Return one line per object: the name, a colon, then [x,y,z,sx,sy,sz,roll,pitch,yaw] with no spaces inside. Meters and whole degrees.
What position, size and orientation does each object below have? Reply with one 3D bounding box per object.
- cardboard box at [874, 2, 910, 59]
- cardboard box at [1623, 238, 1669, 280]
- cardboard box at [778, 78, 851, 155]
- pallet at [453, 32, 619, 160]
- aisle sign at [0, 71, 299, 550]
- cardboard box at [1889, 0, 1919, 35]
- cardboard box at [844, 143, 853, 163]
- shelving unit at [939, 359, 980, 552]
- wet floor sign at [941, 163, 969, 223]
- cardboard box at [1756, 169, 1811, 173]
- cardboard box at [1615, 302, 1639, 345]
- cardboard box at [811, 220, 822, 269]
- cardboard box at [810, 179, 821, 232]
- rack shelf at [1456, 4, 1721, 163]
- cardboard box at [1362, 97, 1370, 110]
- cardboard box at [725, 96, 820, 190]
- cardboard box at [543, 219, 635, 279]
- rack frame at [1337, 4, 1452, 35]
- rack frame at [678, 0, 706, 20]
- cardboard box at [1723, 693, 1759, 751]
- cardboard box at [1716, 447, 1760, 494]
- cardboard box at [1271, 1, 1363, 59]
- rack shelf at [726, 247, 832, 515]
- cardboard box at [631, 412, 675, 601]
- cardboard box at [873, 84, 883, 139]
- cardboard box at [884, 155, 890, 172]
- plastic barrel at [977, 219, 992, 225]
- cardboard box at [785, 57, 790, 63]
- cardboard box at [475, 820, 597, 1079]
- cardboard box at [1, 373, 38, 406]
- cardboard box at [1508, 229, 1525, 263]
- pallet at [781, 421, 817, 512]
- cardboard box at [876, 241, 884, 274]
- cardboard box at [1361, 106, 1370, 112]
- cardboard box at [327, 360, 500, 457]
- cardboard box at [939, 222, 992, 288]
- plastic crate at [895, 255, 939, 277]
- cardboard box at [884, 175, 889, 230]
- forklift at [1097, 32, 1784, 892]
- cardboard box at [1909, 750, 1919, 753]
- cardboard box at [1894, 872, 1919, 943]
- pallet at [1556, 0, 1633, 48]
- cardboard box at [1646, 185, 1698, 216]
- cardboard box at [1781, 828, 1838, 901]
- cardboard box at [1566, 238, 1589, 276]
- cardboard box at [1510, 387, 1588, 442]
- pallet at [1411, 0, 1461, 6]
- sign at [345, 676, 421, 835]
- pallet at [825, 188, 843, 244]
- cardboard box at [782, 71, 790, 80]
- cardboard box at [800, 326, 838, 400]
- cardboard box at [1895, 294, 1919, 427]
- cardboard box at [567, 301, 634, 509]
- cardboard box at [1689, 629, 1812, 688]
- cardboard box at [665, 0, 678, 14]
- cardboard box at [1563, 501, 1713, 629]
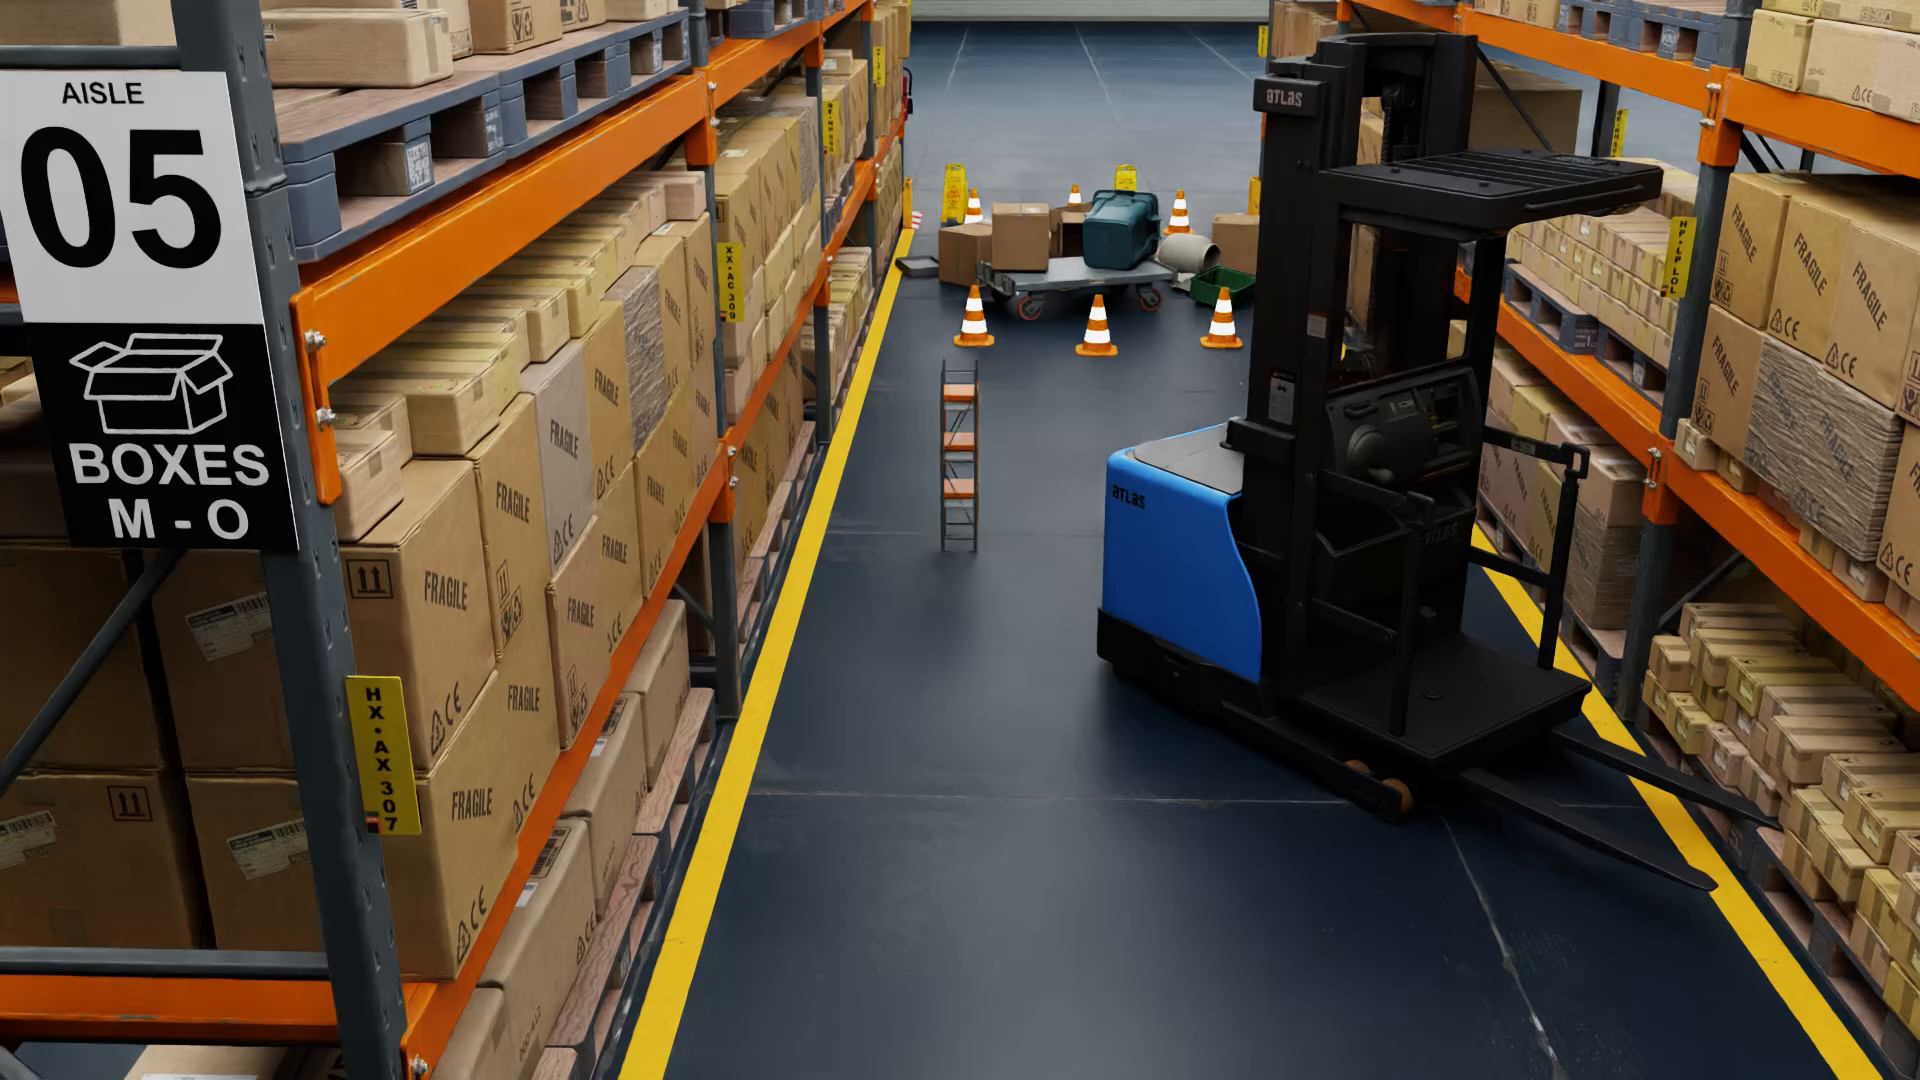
cardboard box: [-0.858,-5.051,16.468,0.700,0.500,0.500,0,21,1]
cardboard box: [3.295,-1.292,7.656,0.380,0.149,0.250,0,21,0]
cardboard box: [-1.082,-3.165,12.409,0.500,0.500,0.500,0,21,0]
pallet: [-1.565,-1.238,4.548,1.003,0.211,1.213,1,21,2]
aisle sign: [-1.324,-0.353,2.697,0.394,0.787,0.004,1,21,2]
cardboard box: [3.158,-1.627,4.944,0.500,0.250,0.500,1,21,3]
cardboard box: [-1.032,-3.029,12.957,0.380,0.149,0.250,1,21,2]
shelving unit: [-0.002,-0.470,9.289,0.215,1.050,0.252,1,21,2]
wet floor sign: [-0.049,-3.914,18.725,0.267,0.644,0.232,8,23,20]
cardboard box: [8.745,-3.651,17.666,0.500,0.500,0.500,5,22,12]
cardboard box: [3.292,-1.007,7.743,0.380,0.149,0.250,1,21,1]
cardboard box: [-1.124,-1.807,10.246,0.500,0.250,0.500,0,21,0]
cardboard box: [-1.129,-2.048,10.176,0.500,0.250,0.500,1,21,1]
rack shelf: [3.522,-2.384,8.375,1.077,0.370,4.000,1,21,2]
cardboard box: [3.695,-3.824,13.717,0.700,0.500,0.500,0,21,1]
cardboard box: [-1.122,-2.385,10.009,0.500,0.500,0.500,0,21,0]
cardboard box: [-1.276,-0.950,5.412,0.380,0.149,0.250,0,21,1]
rack frame: [3.704,-3.491,14.379,1.000,3.000,0.127,1,21,2]
rack frame: [-1.490,-3.413,5.885,1.000,3.000,0.127,1,21,2]
cardboard box: [3.241,0.705,6.515,0.380,0.149,0.250,1,21,1]
cardboard box: [3.192,-0.288,6.472,0.380,0.149,0.250,1,21,3]
cardboard box: [3.776,-5.377,17.539,0.875,0.550,0.550,1,21,2]
rack shelf: [-1.429,-1.004,8.964,1.077,0.370,4.000,1,21,2]
cardboard box: [-1.259,-0.124,5.564,0.500,0.500,0.500,0,21,1]
cardboard box: [-0.954,-3.850,14.755,0.500,0.500,0.500,1,21,1]
cardboard box: [-0.876,-3.613,15.980,0.380,0.149,0.250,2,21,5]
plastic barrel: [0.326,-2.990,16.651,0.512,0.421,0.421,18,27,38]
cardboard box: [-1.614,-4.026,13.731,0.380,0.149,0.250,1,21,1]
cardboard box: [-1.672,1.258,5.101,0.875,0.438,0.875,1,21,3]
cardboard box: [-1.893,-0.303,3.747,0.380,0.149,0.250,0,21,1]
cardboard box: [3.345,-1.671,9.457,0.380,0.149,0.250,2,21,4]
pallet: [-1.467,-0.478,10.469,1.003,0.211,1.213,1,21,2]
cardboard box: [-0.959,-2.633,15.388,0.500,0.250,0.500,0,21,-1]
cardboard box: [3.419,-3.350,13.878,0.500,0.500,0.500,1,21,2]
cardboard box: [-1.264,-0.299,3.735,0.380,0.149,0.250,1,21,3]
cardboard box: [0.146,-2.717,15.836,0.500,0.500,0.500,18,27,38]
plastic crate: [-0.379,-2.706,16.393,0.402,0.080,0.583,-7,22,-17]
cardboard box: [-0.954,-3.176,15.752,0.500,0.500,0.500,1,21,4]
forklift: [1.948,-0.448,6.632,1.130,2.935,3.031,-16,26,-35]
cardboard box: [3.677,0.798,6.274,0.380,0.149,0.250,1,21,2]
cardboard box: [3.072,1.134,4.998,0.380,0.149,0.250,1,21,4]
pallet: [3.615,-2.506,7.954,1.213,0.211,1.003,1,21,2]
cardboard box: [3.991,-1.849,9.092,0.380,0.149,0.250,1,21,2]
cardboard box: [3.130,1.133,5.823,0.380,0.149,0.250,0,21,0]
cardboard box: [3.312,-1.438,8.444,0.380,0.149,0.250,1,21,2]
cardboard box: [3.262,-0.627,8.837,0.500,0.250,0.500,0,21,-1]
pallet: [3.549,-3.588,10.744,1.213,0.211,1.003,2,21,4]
sign: [-1.057,0.398,3.050,0.100,0.325,0.005,1,21,2]
pallet: [-1.453,-2.232,11.399,1.213,0.211,1.003,1,21,2]
cardboard box: [-1.591,-3.364,12.921,0.500,0.500,0.500,1,21,1]
cardboard box: [-1.341,-1.237,11.623,0.950,0.372,0.625,-1,21,-2]
cardboard box: [3.140,-0.534,4.827,0.500,0.500,0.500,0,21,0]
cardboard box: [-1.281,-0.406,4.909,0.500,0.500,0.500,1,21,2]
cardboard box: [3.176,0.479,6.686,0.380,0.149,0.250,2,21,4]
cardboard box: [-1.189,-1.960,5.753,0.396,0.266,0.258,1,21,3]
cardboard box: [3.232,0.101,7.997,0.500,0.500,0.500,0,21,1]
